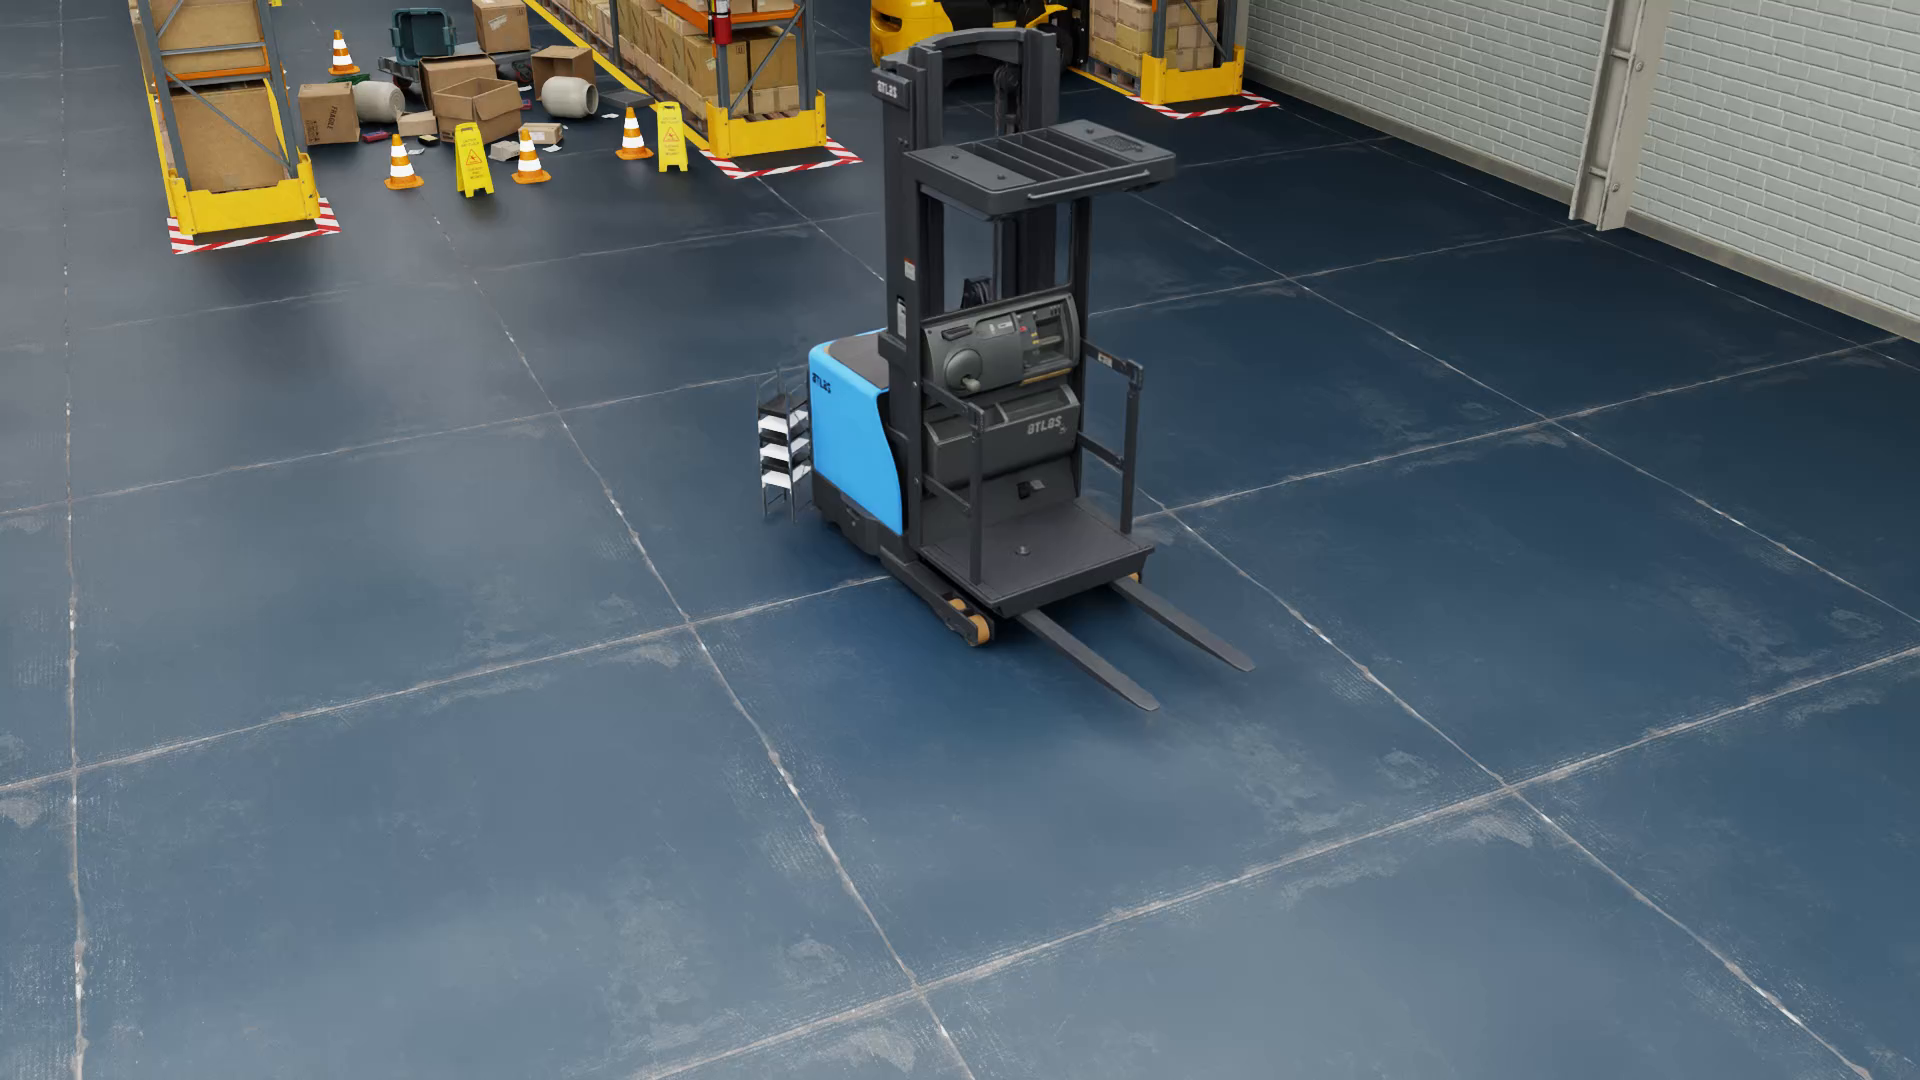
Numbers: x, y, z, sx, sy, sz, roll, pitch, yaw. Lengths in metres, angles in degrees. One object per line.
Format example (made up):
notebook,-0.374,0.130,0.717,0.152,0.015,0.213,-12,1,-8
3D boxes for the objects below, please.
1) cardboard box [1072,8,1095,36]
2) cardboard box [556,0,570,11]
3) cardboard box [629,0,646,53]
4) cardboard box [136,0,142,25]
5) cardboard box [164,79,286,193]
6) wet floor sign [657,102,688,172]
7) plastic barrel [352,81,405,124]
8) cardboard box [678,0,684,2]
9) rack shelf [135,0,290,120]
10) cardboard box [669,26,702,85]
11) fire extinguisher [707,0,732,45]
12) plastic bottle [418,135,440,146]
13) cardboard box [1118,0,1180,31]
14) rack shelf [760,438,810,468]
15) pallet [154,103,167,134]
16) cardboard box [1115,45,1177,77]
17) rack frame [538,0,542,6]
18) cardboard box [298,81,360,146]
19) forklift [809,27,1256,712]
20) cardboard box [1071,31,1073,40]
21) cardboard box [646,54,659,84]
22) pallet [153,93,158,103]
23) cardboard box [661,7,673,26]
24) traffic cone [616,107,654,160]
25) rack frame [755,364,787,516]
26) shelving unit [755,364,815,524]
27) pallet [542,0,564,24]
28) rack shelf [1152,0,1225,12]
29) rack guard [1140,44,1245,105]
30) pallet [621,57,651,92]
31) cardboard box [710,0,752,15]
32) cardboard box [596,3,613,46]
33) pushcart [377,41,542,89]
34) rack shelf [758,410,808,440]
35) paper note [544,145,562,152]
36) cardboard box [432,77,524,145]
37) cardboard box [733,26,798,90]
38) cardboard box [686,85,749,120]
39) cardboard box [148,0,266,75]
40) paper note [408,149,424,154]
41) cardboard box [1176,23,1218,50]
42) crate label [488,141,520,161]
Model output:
cardboard box,1.639,-6.090,19.415,0.500,0.250,0.500,-14,32,-23
cardboard box,-4.781,-7.242,21.856,0.950,0.372,0.625,-14,32,-23
cardboard box,-3.372,-5.774,18.595,0.500,0.500,0.500,-12,31,-20
cardboard box,-7.498,-5.334,16.042,0.875,0.550,0.550,-13,32,-22
cardboard box,-6.683,-3.706,15.034,0.875,0.875,0.875,-13,32,-22
wet floor sign,-2.789,-3.912,16.067,0.267,0.644,0.232,-3,29,-5
plastic barrel,-6.177,-4.628,17.570,0.512,0.421,0.421,7,30,13
cardboard box,-2.696,-5.572,16.877,0.380,0.149,0.250,-13,32,-21
rack shelf,-7.190,-4.733,15.859,1.077,0.370,4.000,-13,32,-22
cardboard box,-2.711,-5.087,17.371,0.500,0.500,0.500,-12,31,-20
fire extinguisher,-2.272,-5.066,15.797,0.296,0.674,0.183,-13,32,-22
plastic bottle,-5.438,-4.083,16.969,0.283,0.061,0.133,26,38,38
cardboard box,2.097,-5.849,18.474,0.500,0.250,0.500,-12,31,-20
rack shelf,-1.029,-0.533,9.849,0.200,0.077,0.258,14,32,24
pallet,-7.793,-4.362,17.313,1.003,0.211,1.213,-13,32,-22
cardboard box,2.090,-5.416,18.724,0.500,0.250,0.500,-13,32,-22
rack frame,-5.339,-8.781,22.343,1.000,3.000,0.127,-13,32,-22
cardboard box,-6.456,-4.371,17.031,0.500,0.500,0.500,-8,30,-13
forklift,0.346,-0.984,8.508,1.130,2.935,3.031,-18,34,-29
cardboard box,1.435,-6.086,19.918,0.500,0.250,0.500,-12,31,-20
cardboard box,-3.143,-5.214,18.363,0.500,0.250,0.500,-14,32,-23
pallet,-8.448,-5.039,18.521,1.003,0.211,1.213,-13,32,-22
cardboard box,-2.919,-5.517,17.474,0.380,0.149,0.250,-12,31,-20
traffic cone,-3.254,-4.060,16.517,0.336,0.463,0.334,-13,32,-22
rack frame,-1.119,-0.586,9.874,0.006,0.900,0.240,14,32,24
shelving unit,-1.029,-0.562,9.833,0.210,0.900,0.258,14,32,24
pallet,-5.005,-7.220,22.409,1.003,0.211,1.213,-13,32,-22
rack shelf,1.718,-6.861,19.654,1.077,0.370,4.000,-13,32,-22
rack guard,2.587,-5.190,18.495,1.175,0.500,0.348,-13,32,-22
pallet,-3.302,-5.509,19.358,1.003,0.211,1.213,-13,32,-22
cardboard box,-2.258,-5.258,16.317,0.380,0.149,0.250,-12,31,-20
cardboard box,-3.849,-6.283,20.144,0.950,0.372,0.625,-13,32,-21
pushcart,-5.660,-5.370,18.940,0.936,0.377,1.648,26,38,38
rack shelf,-1.029,-0.690,9.761,0.200,0.077,0.258,14,32,24
paper note,-4.108,-3.952,16.767,0.142,0.019,0.148,26,38,38
cardboard box,-4.945,-4.403,17.087,0.637,0.503,0.797,13,32,21
cardboard box,-2.012,-4.983,17.185,0.500,0.500,0.500,-14,32,-24
cardboard box,-2.505,-4.542,17.166,0.500,0.250,0.500,-13,32,-22
cardboard box,-6.532,-4.383,14.347,0.875,0.550,0.550,-13,32,-22
paper note,-5.454,-3.898,16.673,0.144,0.017,0.142,-3,29,-5
cardboard box,2.563,-5.745,18.798,0.500,0.250,0.500,-12,32,-21
crate label,-4.504,-3.869,16.510,0.298,0.136,0.250,19,34,30
